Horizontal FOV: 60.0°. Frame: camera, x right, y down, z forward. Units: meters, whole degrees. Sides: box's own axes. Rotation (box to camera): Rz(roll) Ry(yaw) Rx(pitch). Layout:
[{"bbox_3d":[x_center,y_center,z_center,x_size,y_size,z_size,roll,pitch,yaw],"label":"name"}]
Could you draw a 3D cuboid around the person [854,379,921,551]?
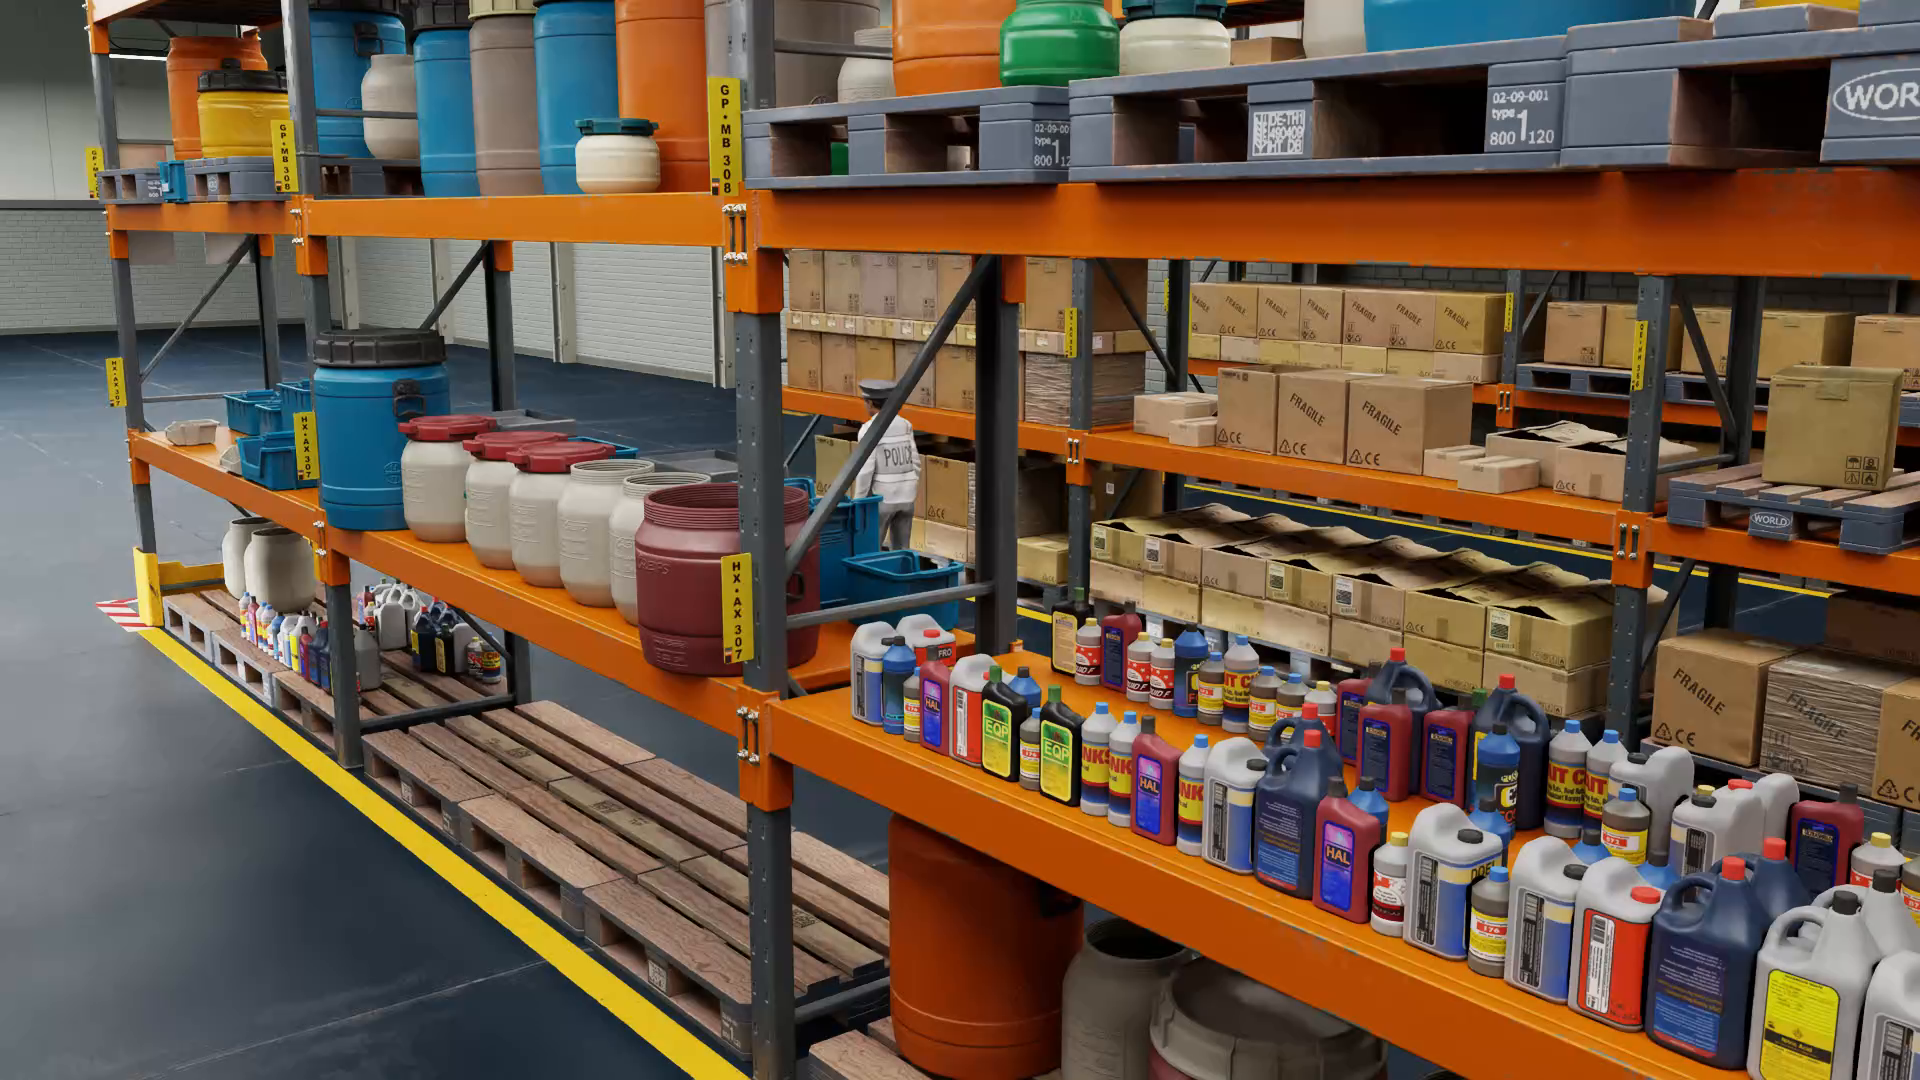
[{"bbox_3d":[-0.510,-0.249,11.206,0.532,1.661,0.414,-10,15,-40],"label":"person"}]
